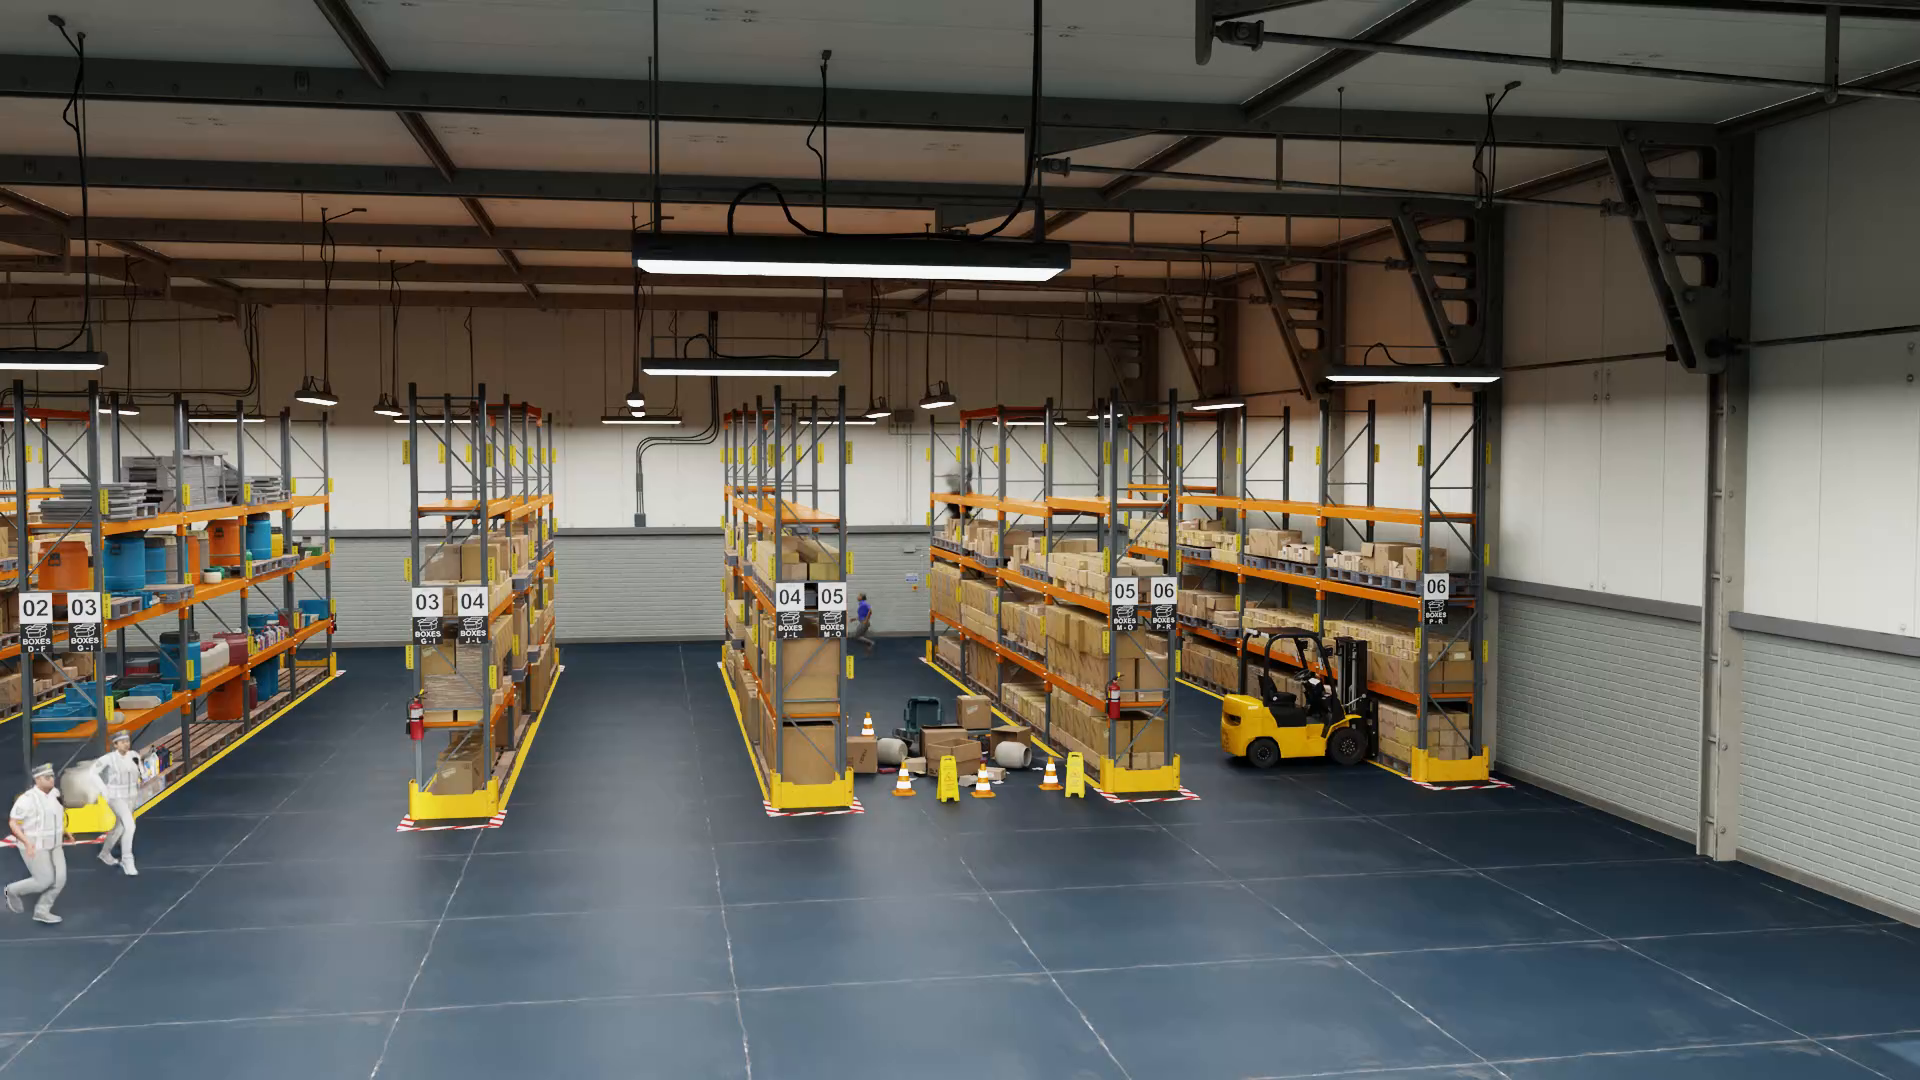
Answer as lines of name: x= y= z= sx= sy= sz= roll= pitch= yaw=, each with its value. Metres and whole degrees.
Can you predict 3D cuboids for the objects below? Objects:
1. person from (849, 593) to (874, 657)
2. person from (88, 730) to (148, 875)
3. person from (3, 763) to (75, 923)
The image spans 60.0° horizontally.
person: x=-2.440 y=2.115 z=41.305 sx=0.606 sy=1.616 sz=0.607 roll=0 pitch=3 yaw=-6
person: x=-10.118 y=3.158 z=20.083 sx=0.751 sy=1.749 sz=0.580 roll=1 pitch=3 yaw=23
person: x=-9.877 y=3.245 z=17.819 sx=0.631 sy=1.723 sz=0.652 roll=1 pitch=3 yaw=14
